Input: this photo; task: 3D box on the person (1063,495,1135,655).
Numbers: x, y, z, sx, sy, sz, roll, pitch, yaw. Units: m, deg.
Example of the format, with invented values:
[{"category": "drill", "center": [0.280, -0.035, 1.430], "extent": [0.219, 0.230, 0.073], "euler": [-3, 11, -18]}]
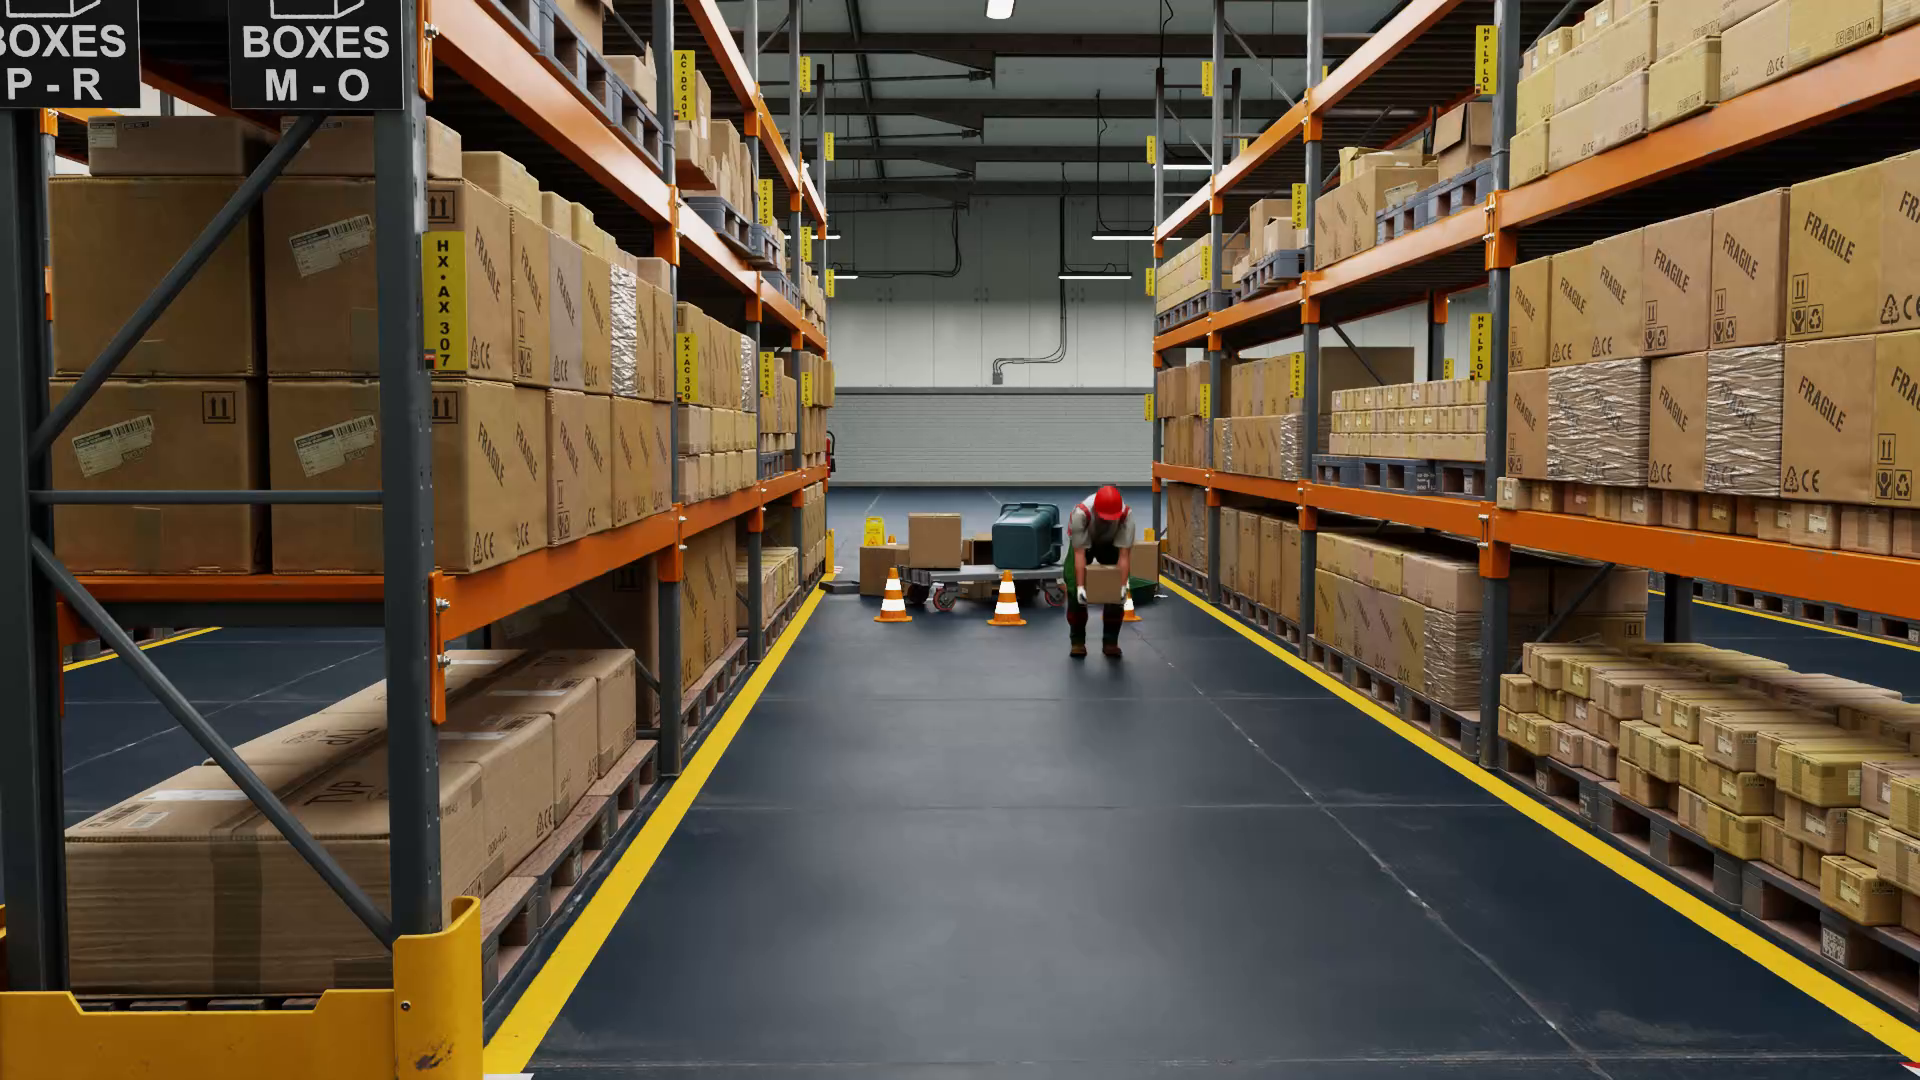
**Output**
[{"category": "person", "center": [1.029, 0.262, 12.357], "extent": [0.503, 1.213, 0.789], "euler": [0, 4, -3]}]
